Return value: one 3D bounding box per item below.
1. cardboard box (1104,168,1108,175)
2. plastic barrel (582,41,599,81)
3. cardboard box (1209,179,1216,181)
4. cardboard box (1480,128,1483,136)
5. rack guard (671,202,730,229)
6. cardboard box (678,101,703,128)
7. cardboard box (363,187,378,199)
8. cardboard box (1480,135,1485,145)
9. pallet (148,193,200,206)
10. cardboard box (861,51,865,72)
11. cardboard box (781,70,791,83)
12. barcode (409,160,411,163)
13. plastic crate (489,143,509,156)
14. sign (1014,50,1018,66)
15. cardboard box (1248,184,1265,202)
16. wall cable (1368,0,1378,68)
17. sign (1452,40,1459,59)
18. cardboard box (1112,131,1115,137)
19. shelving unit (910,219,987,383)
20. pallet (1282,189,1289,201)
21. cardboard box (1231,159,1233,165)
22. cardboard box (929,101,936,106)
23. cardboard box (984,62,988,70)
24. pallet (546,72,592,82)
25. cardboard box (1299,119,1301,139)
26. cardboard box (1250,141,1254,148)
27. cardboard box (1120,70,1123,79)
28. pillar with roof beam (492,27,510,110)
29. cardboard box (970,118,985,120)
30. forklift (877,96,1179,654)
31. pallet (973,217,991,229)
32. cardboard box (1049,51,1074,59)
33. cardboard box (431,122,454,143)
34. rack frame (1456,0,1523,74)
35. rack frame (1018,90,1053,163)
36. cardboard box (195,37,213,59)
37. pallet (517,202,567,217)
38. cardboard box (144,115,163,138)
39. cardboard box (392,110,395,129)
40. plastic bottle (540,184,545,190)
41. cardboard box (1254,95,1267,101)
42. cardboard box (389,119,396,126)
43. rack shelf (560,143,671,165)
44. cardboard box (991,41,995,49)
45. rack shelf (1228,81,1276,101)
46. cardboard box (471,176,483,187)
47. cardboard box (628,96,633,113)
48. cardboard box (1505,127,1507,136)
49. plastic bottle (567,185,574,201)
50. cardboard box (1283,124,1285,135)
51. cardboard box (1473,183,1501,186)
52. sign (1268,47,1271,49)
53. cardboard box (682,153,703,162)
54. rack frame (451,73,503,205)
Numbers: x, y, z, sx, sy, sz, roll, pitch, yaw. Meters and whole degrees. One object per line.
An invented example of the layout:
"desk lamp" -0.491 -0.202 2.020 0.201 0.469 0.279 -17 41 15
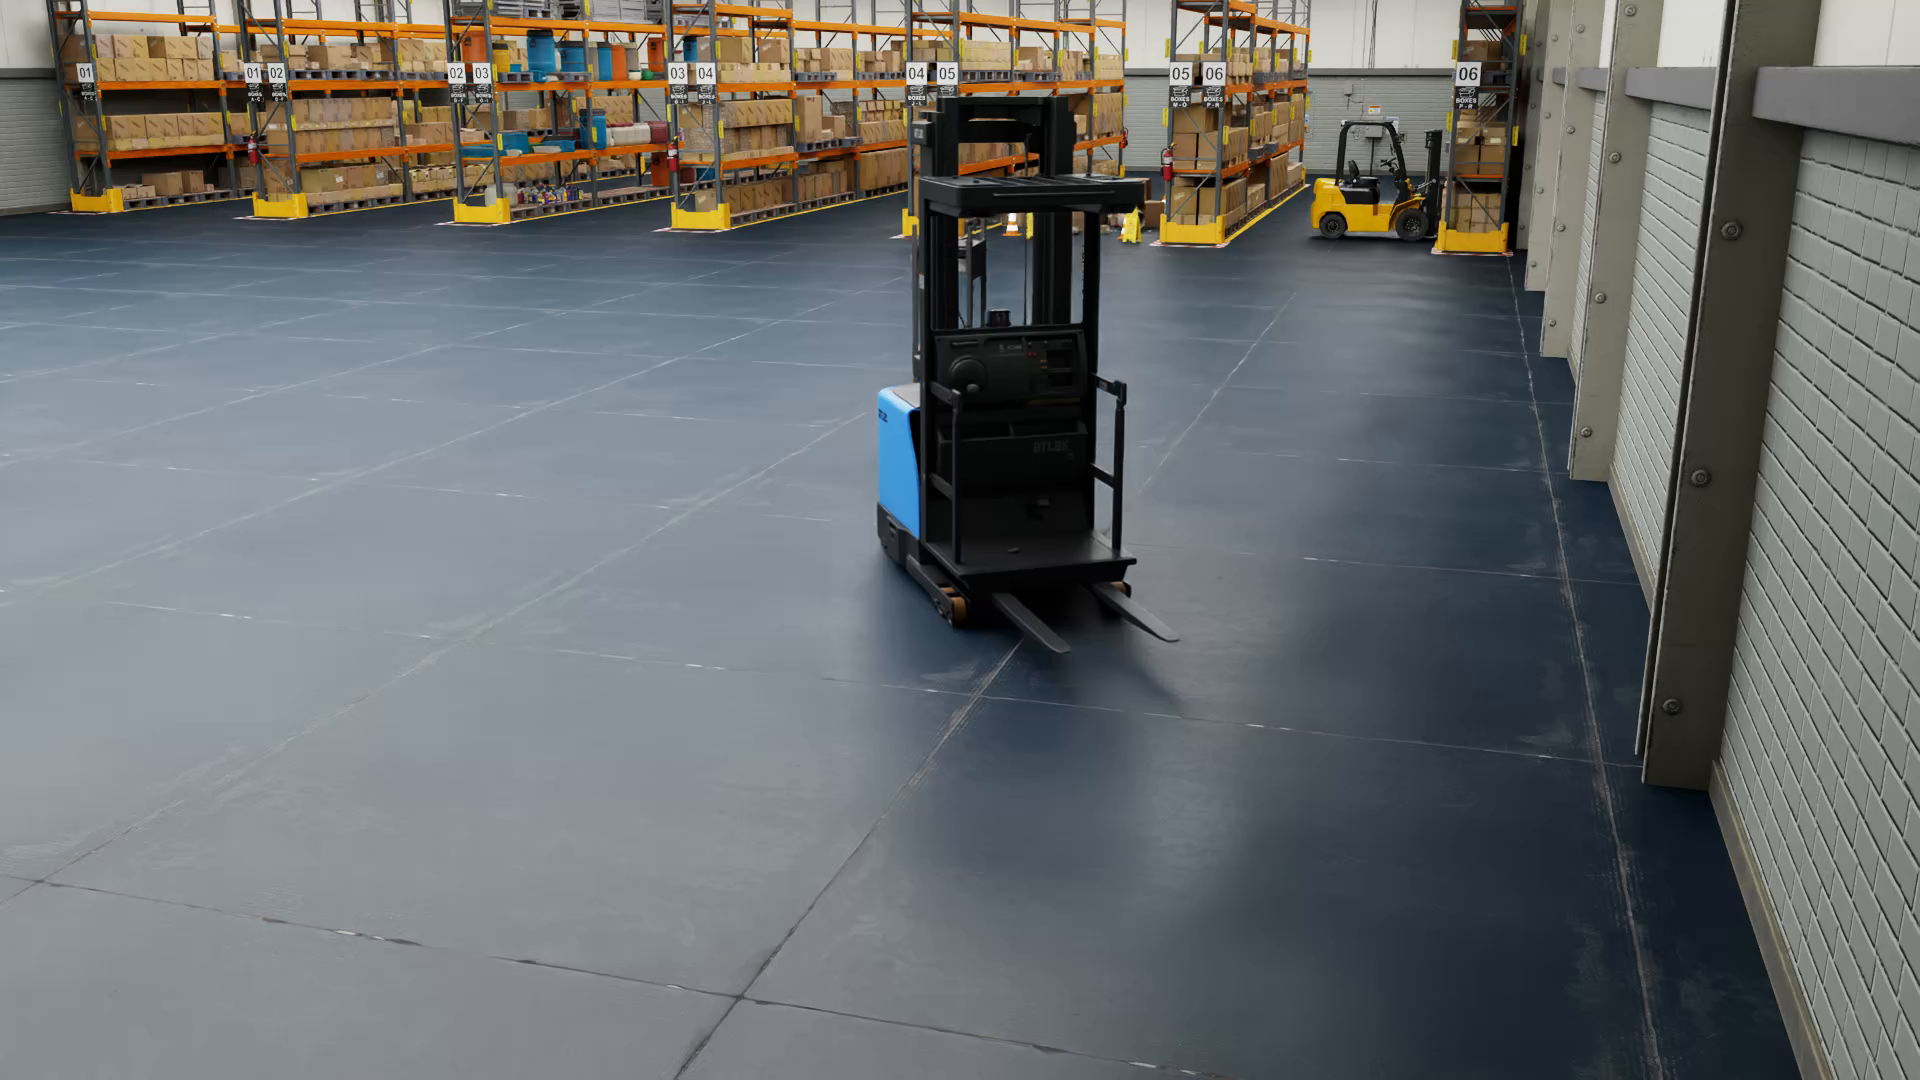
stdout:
"cardboard box" 3.743 -9.883 44.587 0.380 0.149 0.250 5 17 16
"plastic barrel" -8.721 -11.143 38.704 0.600 0.901 0.600 0 16 0
"cardboard box" 4.840 -6.951 33.234 0.500 0.500 0.500 5 17 18
"cardboard box" 10.473 -8.037 32.796 0.380 0.149 0.250 4 16 15
"rack guard" -5.210 -6.525 33.417 1.175 0.500 0.348 5 16 16
"cardboard box" -5.312 -8.543 33.390 0.500 0.500 0.500 5 16 16
"cardboard box" -13.793 -8.002 38.314 0.500 0.250 0.500 5 16 16
"cardboard box" 9.385 -7.053 29.328 0.380 0.149 0.250 5 16 16
"pallet" -18.844 -8.066 39.381 1.003 0.211 1.213 5 16 16
"cardboard box" -2.692 -11.892 41.307 0.500 0.500 0.500 6 17 19
"cardboard box" -3.974 -9.985 35.815 0.500 0.250 0.500 5 17 18
"barcode" -13.120 -9.029 39.679 0.001 0.075 0.075 5 16 16
"plastic crate" -9.935 -8.344 35.521 0.499 0.251 0.408 5 16 16
"sign" 1.165 -10.030 34.605 0.100 0.325 0.005 5 16 16
"cardboard box" 6.374 -7.823 37.459 0.950 0.372 0.625 3 16 12
"wall cable" 13.544 -15.254 48.550 2.988 3.039 0.133 5 16 16
"sign" 8.514 -8.432 28.585 0.100 0.325 0.005 5 16 16
"cardboard box" 4.007 -11.057 45.275 0.380 0.149 0.250 5 17 17
"shelving unit" -0.073 -1.131 11.470 0.431 2.100 0.503 3 16 11
"pallet" 7.533 -8.529 41.013 1.003 0.211 1.213 5 16 16
"cardboard box" 5.055 -7.295 32.012 0.380 0.149 0.250 4 16 14
"cardboard box" -0.571 -12.177 47.121 0.500 0.500 0.500 5 17 17
"cardboard box" 0.331 -9.330 32.739 0.380 0.149 0.250 5 17 16
"pallet" -8.955 -10.294 36.974 1.213 0.211 1.003 5 16 16
"cardboard box" 8.640 -10.761 43.588 0.500 0.500 0.500 5 17 17
"cardboard box" 5.867 -8.187 34.387 0.380 0.149 0.250 5 17 17
"cardboard box" 4.167 -12.714 45.434 0.500 0.250 0.500 4 16 15
"pillar with roof beam" -10.866 -16.372 52.558 9.100 9.000 0.400 5 16 16
"cardboard box" -0.005 -8.269 32.733 0.875 0.550 0.550 5 16 16
"forklift" 0.372 -1.040 9.625 1.130 2.935 3.031 -5 17 -17
"pallet" -0.004 -6.488 33.818 1.003 0.211 1.213 5 16 16
"cardboard box" 2.341 -11.737 40.756 0.797 0.503 0.637 4 16 15
"cardboard box" -12.916 -10.178 41.531 0.500 0.500 0.500 4 16 13
"rack frame" 9.030 -9.441 28.124 1.000 3.000 0.127 5 16 16
"rack frame" 1.769 -9.389 38.936 1.000 3.000 0.127 5 16 16
"cardboard box" -18.224 -11.736 39.660 0.500 0.500 0.500 3 16 11
"pallet" -9.419 -7.304 36.693 1.003 0.211 1.213 5 16 16
"cardboard box" -18.752 -9.523 38.270 0.500 0.500 0.500 4 16 14
"cardboard box" -16.244 -11.795 46.651 0.500 0.500 0.500 5 16 16
"plastic bottle" -9.470 -7.896 37.720 0.144 0.351 0.185 5 17 17
"cardboard box" 7.463 -11.025 41.498 0.380 0.149 0.250 4 16 15
"cardboard box" -13.463 -9.796 38.996 0.380 0.149 0.250 5 16 16
"rack shelf" -8.275 -9.315 39.993 1.077 0.370 4.000 5 16 16
"cardboard box" 0.475 -9.848 33.103 0.380 0.149 0.250 4 16 15
"rack shelf" 5.975 -9.606 35.520 1.077 0.370 4.000 5 16 16
"cardboard box" -12.513 -9.157 42.387 0.500 0.250 0.500 4 16 15
"cardboard box" -10.044 -13.054 49.840 0.500 0.500 0.500 4 16 15
"cardboard box" 9.466 -7.194 29.280 0.380 0.149 0.250 5 17 18
"plastic bottle" -8.804 -7.834 37.501 0.144 0.351 0.185 4 16 13
"cardboard box" 7.512 -9.845 39.902 0.500 0.250 0.500 5 17 17
"cardboard box" 10.083 -6.684 31.836 0.500 0.250 0.500 4 16 15
"sign" 8.287 -13.071 44.673 0.100 0.325 0.005 5 16 16
"cardboard box" -5.348 -7.677 33.360 0.380 0.149 0.250 5 16 16
"rack frame" -9.980 -8.092 34.360 1.000 3.000 0.127 5 16 16
